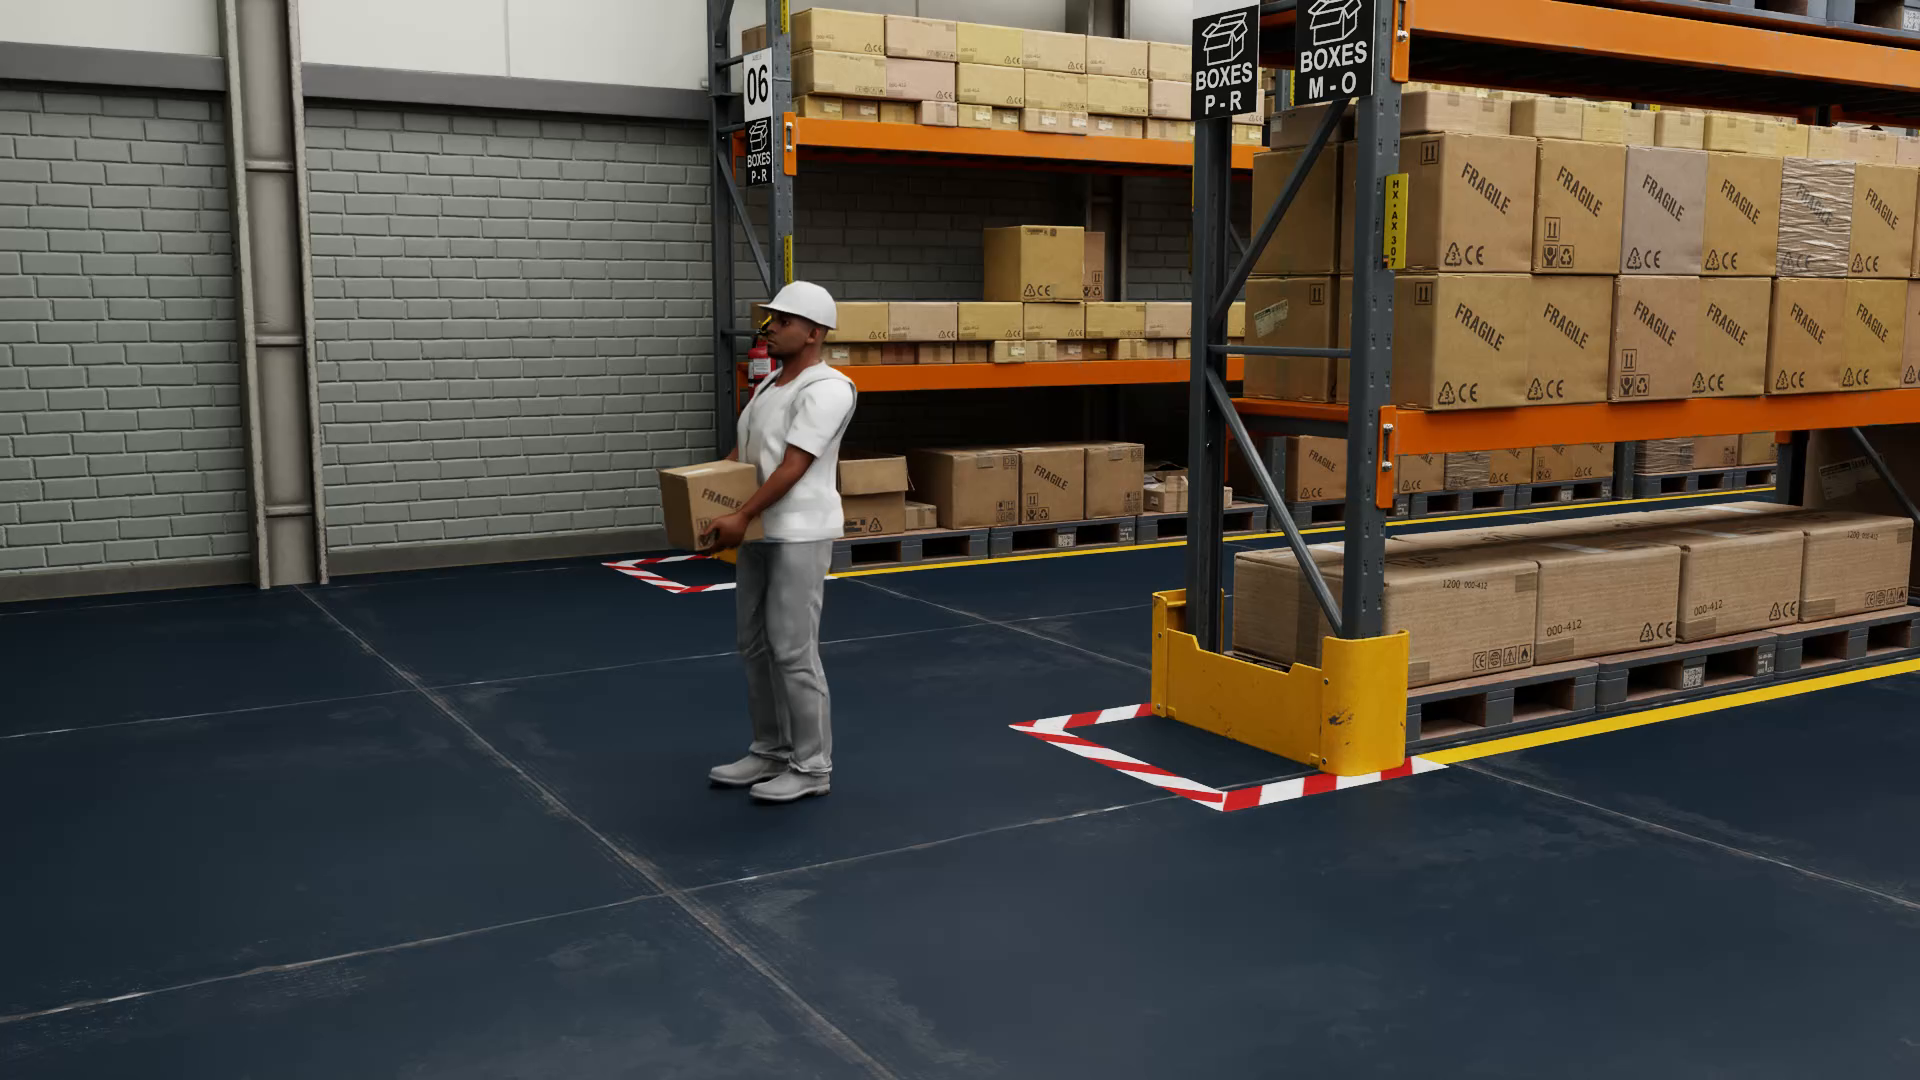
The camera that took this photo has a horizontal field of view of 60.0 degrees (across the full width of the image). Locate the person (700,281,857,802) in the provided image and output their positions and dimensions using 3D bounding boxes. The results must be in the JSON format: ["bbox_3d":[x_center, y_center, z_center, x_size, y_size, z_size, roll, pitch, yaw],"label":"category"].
[{"bbox_3d":[-0.674,0.005,5.706,0.575,1.767,0.510,-5,9,-31],"label":"person"}]
